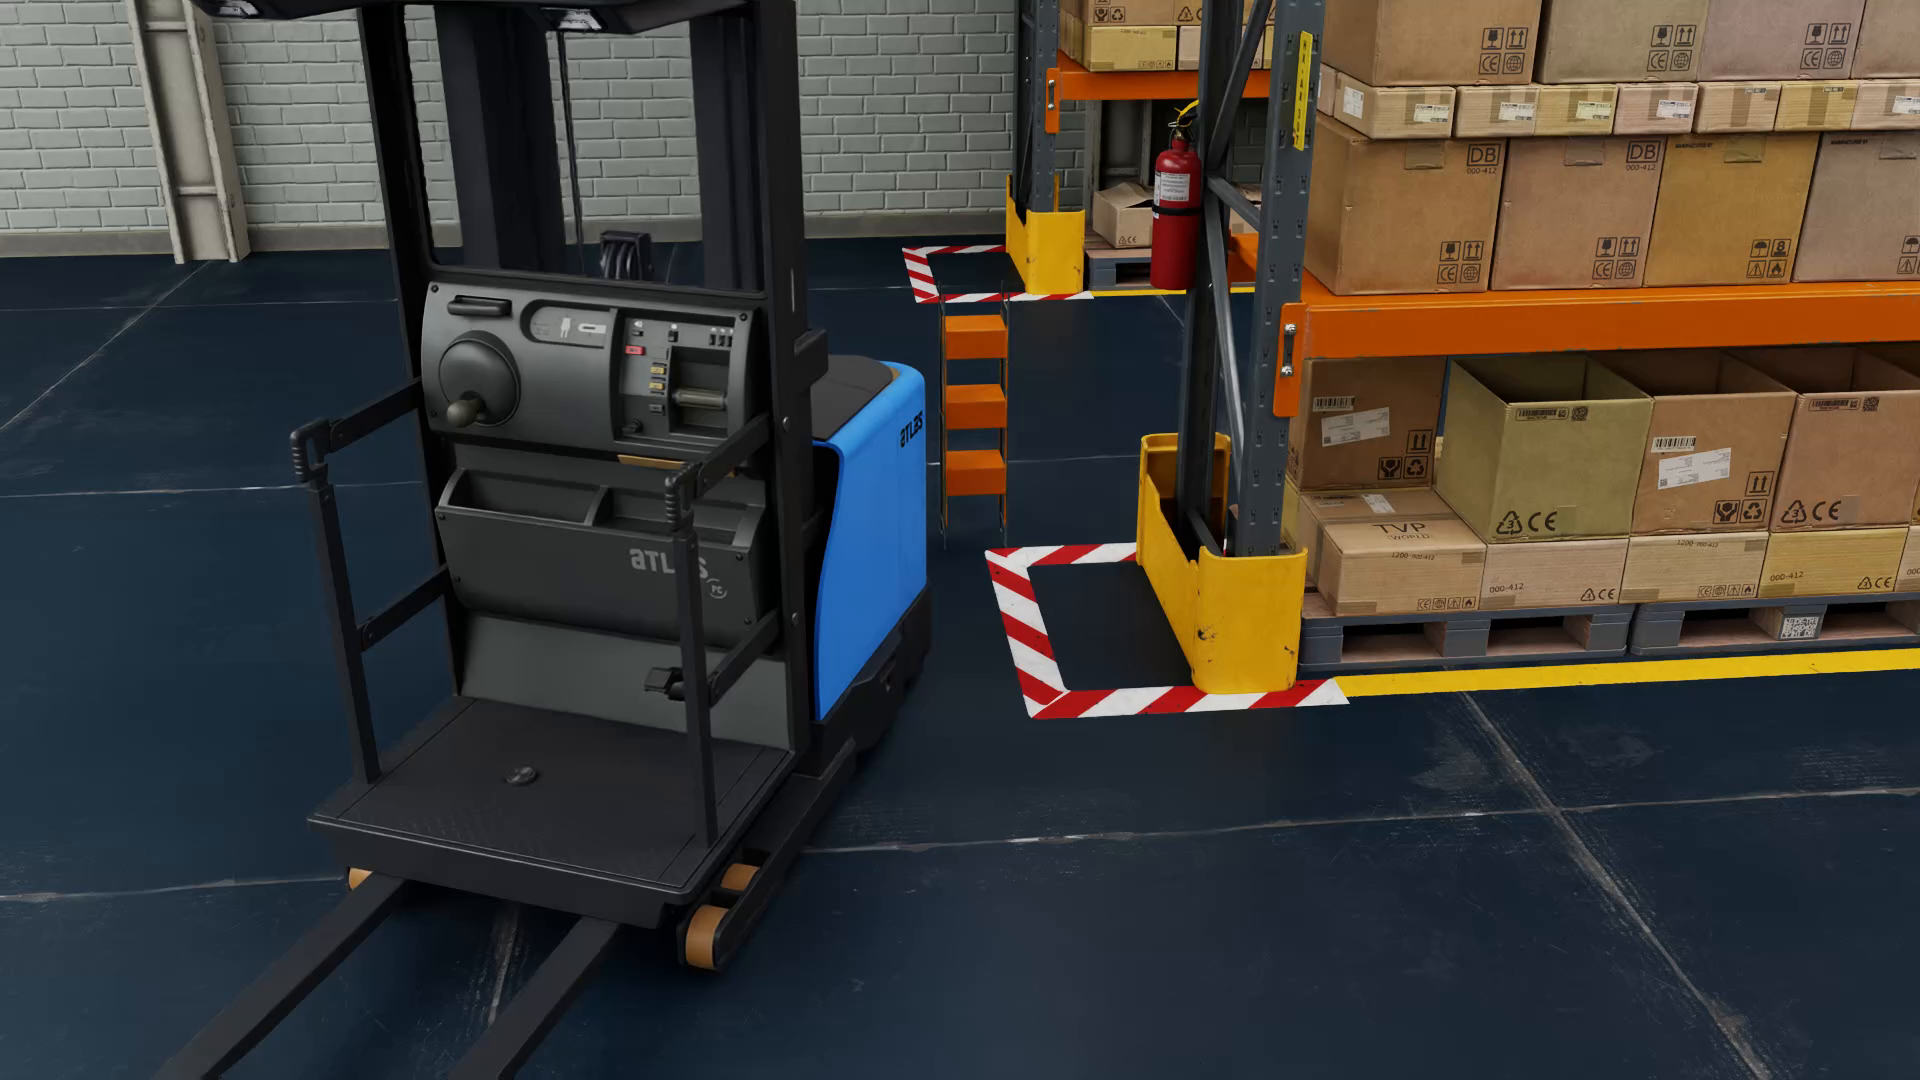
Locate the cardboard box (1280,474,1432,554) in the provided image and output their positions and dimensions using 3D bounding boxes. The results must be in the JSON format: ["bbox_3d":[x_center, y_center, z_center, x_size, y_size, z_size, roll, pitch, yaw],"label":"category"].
[{"bbox_3d":[1.447,-0.169,6.306,0.500,0.250,0.500,-2,24,-5],"label":"cardboard box"}]

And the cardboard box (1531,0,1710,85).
[{"bbox_3d":[1.984,-1.770,5.319,0.500,0.500,0.700,-3,24,-7],"label":"cardboard box"}]

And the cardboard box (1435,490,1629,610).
[{"bbox_3d":[1.996,0.019,5.883,0.500,0.250,0.500,-2,24,-5],"label":"cardboard box"}]

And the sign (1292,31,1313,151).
[{"bbox_3d":[0.991,-1.300,4.819,0.005,0.325,0.100,-2,24,-5],"label":"sign"}]

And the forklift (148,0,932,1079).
[{"bbox_3d":[-1.026,-0.417,4.079,1.130,2.935,3.031,7,25,16],"label":"forklift"}]

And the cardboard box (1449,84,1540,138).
[{"bbox_3d":[1.617,-1.375,5.230,0.250,0.149,0.380,-3,24,-7],"label":"cardboard box"}]

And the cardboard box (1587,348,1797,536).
[{"bbox_3d":[2.492,-0.349,5.786,0.500,0.500,0.500,-2,24,-5],"label":"cardboard box"}]

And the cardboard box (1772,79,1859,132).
[{"bbox_3d":[2.636,-1.416,5.321,0.250,0.149,0.380,-3,24,-6],"label":"cardboard box"}]

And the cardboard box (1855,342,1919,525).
[{"bbox_3d":[3.487,-0.387,5.873,0.500,0.500,0.500,-2,24,-5],"label":"cardboard box"}]

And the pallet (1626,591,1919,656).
[{"bbox_3d":[2.911,0.086,6.296,1.213,0.211,1.003,-2,24,-5],"label":"pallet"}]

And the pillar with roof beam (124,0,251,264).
[{"bbox_3d":[-4.484,-4.235,5.198,0.400,9.000,9.100,-2,24,-5],"label":"pillar with roof beam"}]

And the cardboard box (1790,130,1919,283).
[{"bbox_3d":[2.949,-1.215,5.668,0.500,0.500,0.700,-2,24,-4],"label":"cardboard box"}]

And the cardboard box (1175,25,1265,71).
[{"bbox_3d":[1.484,-2.953,9.862,0.500,0.250,0.500,-3,24,-7],"label":"cardboard box"}]

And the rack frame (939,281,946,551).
[{"bbox_3d":[-0.068,-0.477,6.531,0.008,1.050,0.200,-2,24,-5],"label":"rack frame"}]

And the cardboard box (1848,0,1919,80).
[{"bbox_3d":[2.984,-1.811,5.411,0.500,0.500,0.700,-2,24,-5],"label":"cardboard box"}]

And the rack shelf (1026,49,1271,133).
[{"bbox_3d":[2.442,-2.846,10.346,4.000,0.370,1.077,-2,24,-5],"label":"rack shelf"}]

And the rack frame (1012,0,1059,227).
[{"bbox_3d":[0.452,-3.095,10.020,0.127,3.000,1.000,-2,24,-5],"label":"rack frame"}]

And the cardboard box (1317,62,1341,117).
[{"bbox_3d":[1.304,-1.527,5.572,0.250,0.149,0.380,-3,24,-6],"label":"cardboard box"}]

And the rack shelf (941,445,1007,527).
[{"bbox_3d":[0.053,-0.218,6.659,0.240,0.259,0.215,-2,24,-5],"label":"rack shelf"}]

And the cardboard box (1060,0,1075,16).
[{"bbox_3d":[0.900,-3.483,10.130,0.500,0.500,0.500,-3,24,-6],"label":"cardboard box"}]

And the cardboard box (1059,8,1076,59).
[{"bbox_3d":[0.898,-3.133,10.265,0.500,0.250,0.500,-2,24,-4],"label":"cardboard box"}]

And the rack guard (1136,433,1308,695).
[{"bbox_3d":[0.919,0.050,6.022,0.348,0.500,1.175,-2,24,-5],"label":"rack guard"}]

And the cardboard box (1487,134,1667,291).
[{"bbox_3d":[1.931,-1.175,5.578,0.500,0.500,0.700,-2,24,-4],"label":"cardboard box"}]

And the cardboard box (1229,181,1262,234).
[{"bbox_3d":[1.717,-2.082,10.509,0.500,0.311,0.500,0,24,-1],"label":"cardboard box"}]

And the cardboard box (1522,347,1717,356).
[{"bbox_3d":[2.441,-0.559,6.259,0.500,0.500,0.500,-2,24,-5],"label":"cardboard box"}]

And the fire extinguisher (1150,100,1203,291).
[{"bbox_3d":[0.779,-1.241,5.944,0.183,0.674,0.296,-2,24,-5],"label":"fire extinguisher"}]

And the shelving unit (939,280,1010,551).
[{"bbox_3d":[0.053,-0.482,6.542,0.252,1.050,0.215,-2,24,-5],"label":"shelving unit"}]

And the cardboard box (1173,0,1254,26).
[{"bbox_3d":[1.450,-3.292,9.699,0.500,0.500,0.500,-2,24,-5],"label":"cardboard box"}]

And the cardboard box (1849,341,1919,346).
[{"bbox_3d":[3.436,-0.599,6.349,0.500,0.500,0.500,-2,24,-5],"label":"cardboard box"}]

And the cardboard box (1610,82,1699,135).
[{"bbox_3d":[2.117,-1.394,5.271,0.250,0.149,0.380,-3,24,-6],"label":"cardboard box"}]

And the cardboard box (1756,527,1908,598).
[{"bbox_3d":[2.991,-0.019,5.968,0.500,0.250,0.500,-2,24,-5],"label":"cardboard box"}]
